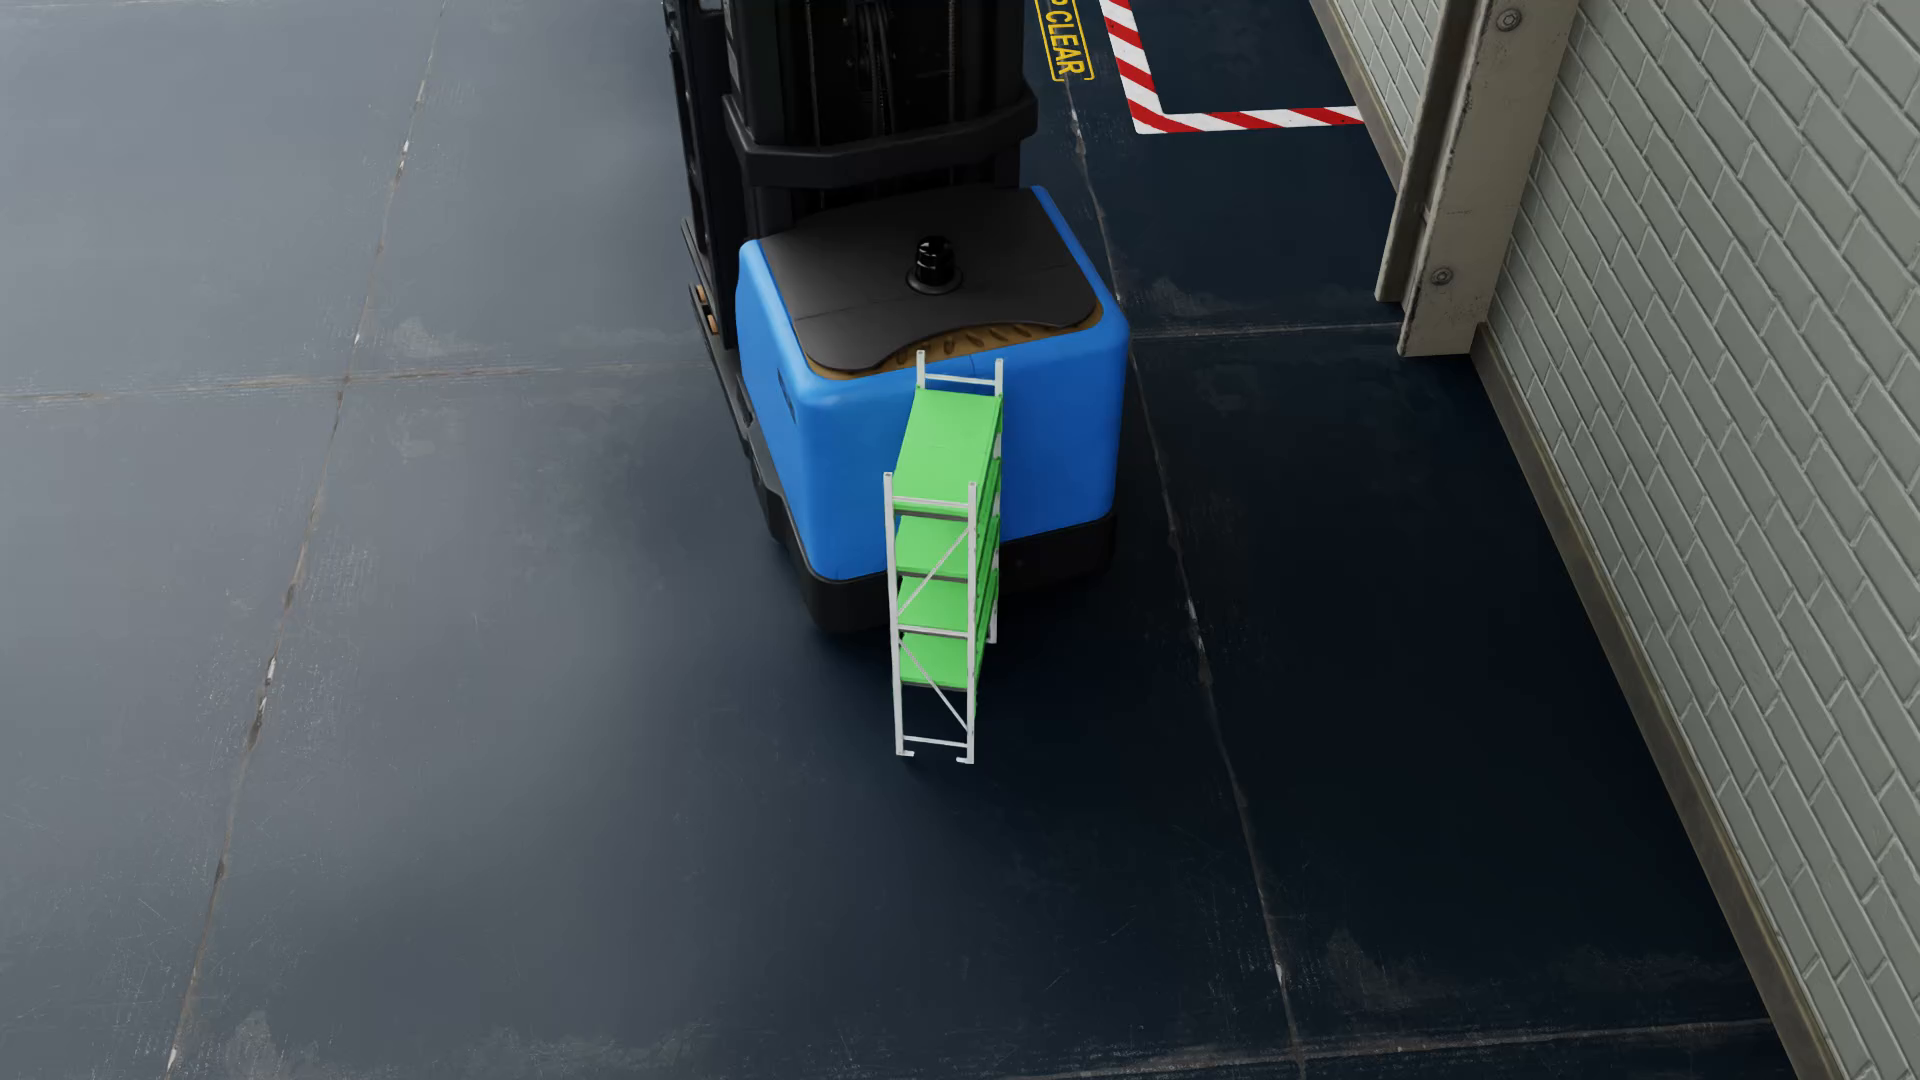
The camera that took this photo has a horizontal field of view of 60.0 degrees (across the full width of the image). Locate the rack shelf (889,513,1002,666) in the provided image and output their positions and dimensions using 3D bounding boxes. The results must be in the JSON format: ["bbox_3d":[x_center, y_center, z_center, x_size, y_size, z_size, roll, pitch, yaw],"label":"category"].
[{"bbox_3d":[-0.038,0.126,4.892,0.258,0.148,0.480,7,47,6],"label":"rack shelf"}]

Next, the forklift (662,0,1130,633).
[{"bbox_3d":[-0.423,-1.800,5.436,1.130,2.935,3.031,-13,48,-12],"label":"forklift"}]

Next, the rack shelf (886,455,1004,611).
[{"bbox_3d":[-0.038,-0.039,4.718,0.258,0.148,0.480,7,47,6],"label":"rack shelf"}]

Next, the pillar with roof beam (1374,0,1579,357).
[{"bbox_3d":[-2.454,-3.693,3.050,9.100,9.000,0.400,-3,47,-3],"label":"pillar with roof beam"}]

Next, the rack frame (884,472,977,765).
[{"bbox_3d":[-0.076,0.257,4.680,0.240,1.200,0.015,7,47,6],"label":"rack frame"}]

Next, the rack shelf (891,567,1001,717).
[{"bbox_3d":[-0.038,0.291,5.066,0.258,0.148,0.480,7,47,6],"label":"rack shelf"}]

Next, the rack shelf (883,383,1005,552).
[{"bbox_3d":[-0.038,-0.204,4.544,0.258,0.148,0.480,7,47,6],"label":"rack shelf"}]

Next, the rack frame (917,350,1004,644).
[{"bbox_3d":[0.000,-0.093,5.011,0.240,1.200,0.015,7,47,6],"label":"rack frame"}]

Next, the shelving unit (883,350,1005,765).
[{"bbox_3d":[-0.038,0.082,4.846,0.258,1.200,0.503,7,47,6],"label":"shelving unit"}]
